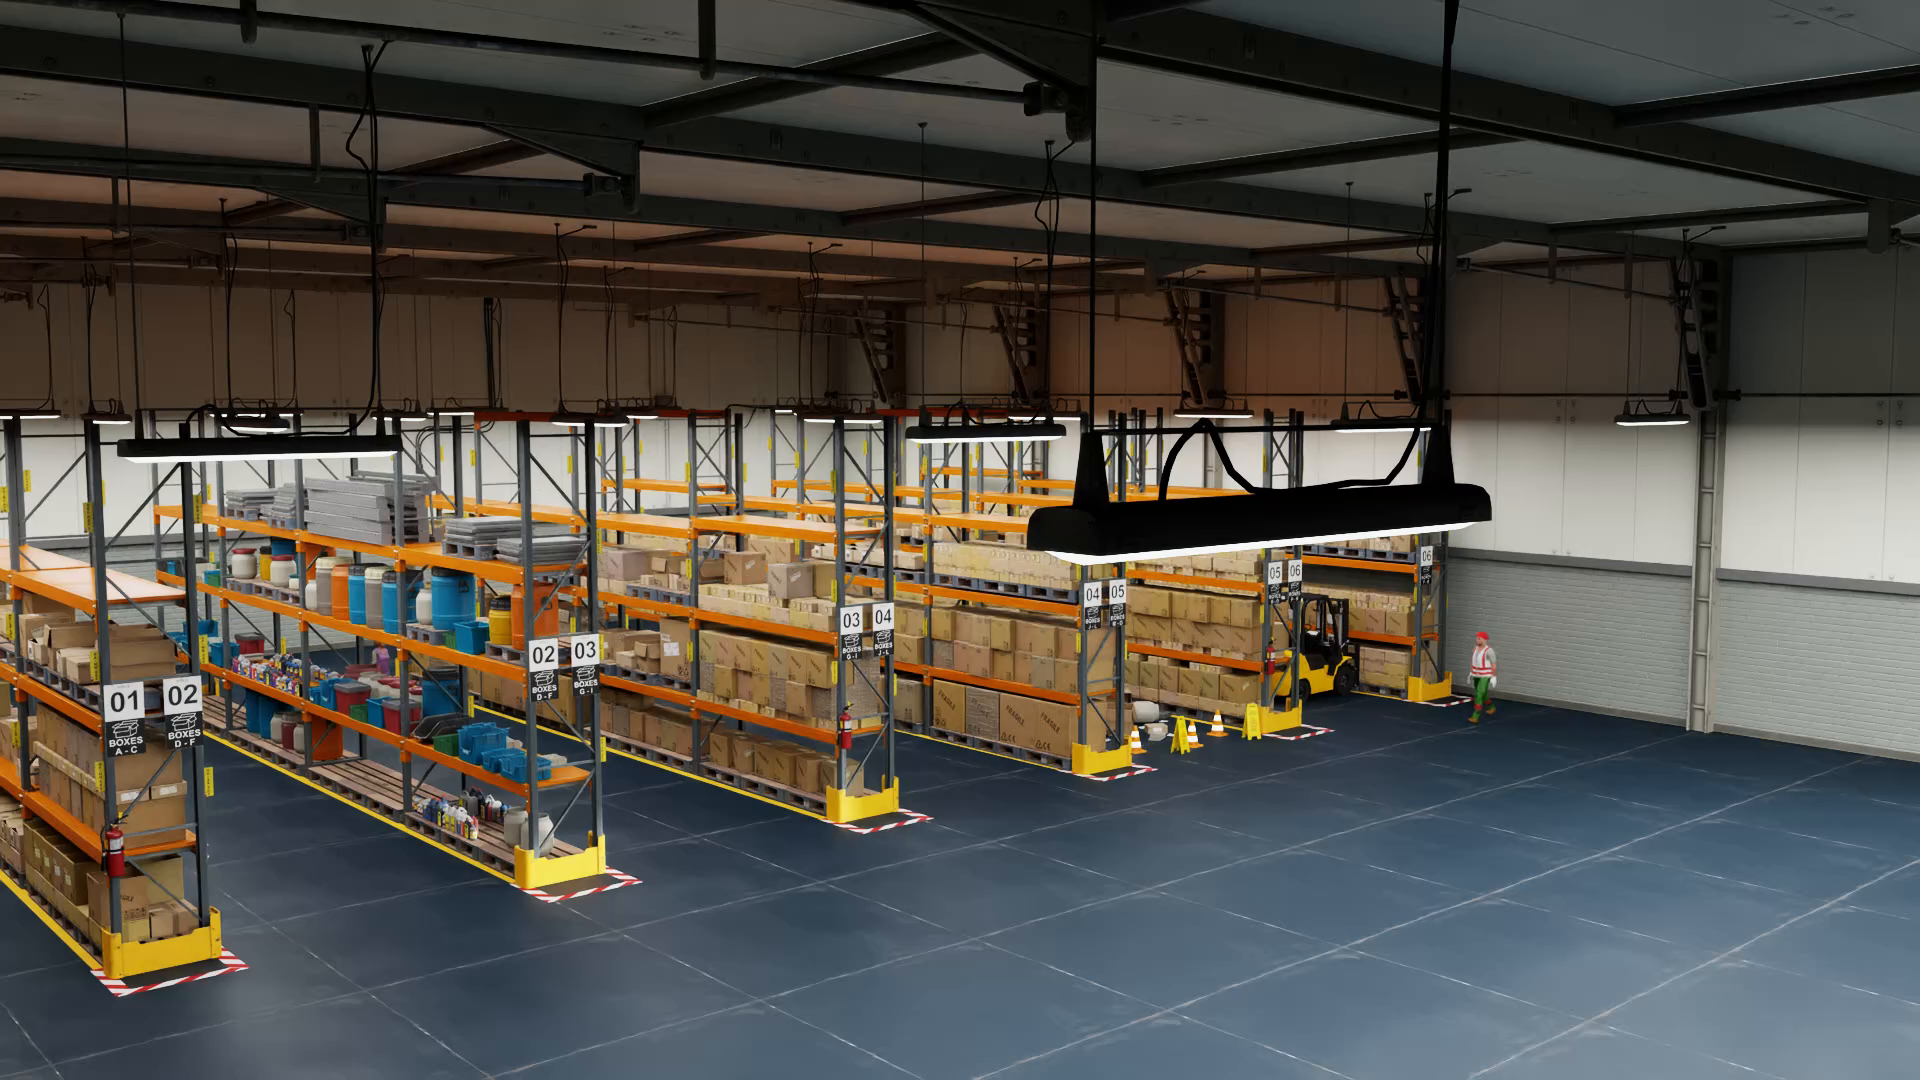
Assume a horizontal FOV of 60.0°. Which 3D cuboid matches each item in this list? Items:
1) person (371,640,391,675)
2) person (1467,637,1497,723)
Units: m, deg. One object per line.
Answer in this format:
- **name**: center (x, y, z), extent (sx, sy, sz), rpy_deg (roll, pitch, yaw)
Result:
- **person**: center (-11.433, 2.663, 32.740), extent (0.888, 1.553, 0.396), rpy_deg (4, 7, 40)
- **person**: center (10.122, 2.658, 32.166), extent (1.075, 1.700, 0.554), rpy_deg (-4, 6, -38)
